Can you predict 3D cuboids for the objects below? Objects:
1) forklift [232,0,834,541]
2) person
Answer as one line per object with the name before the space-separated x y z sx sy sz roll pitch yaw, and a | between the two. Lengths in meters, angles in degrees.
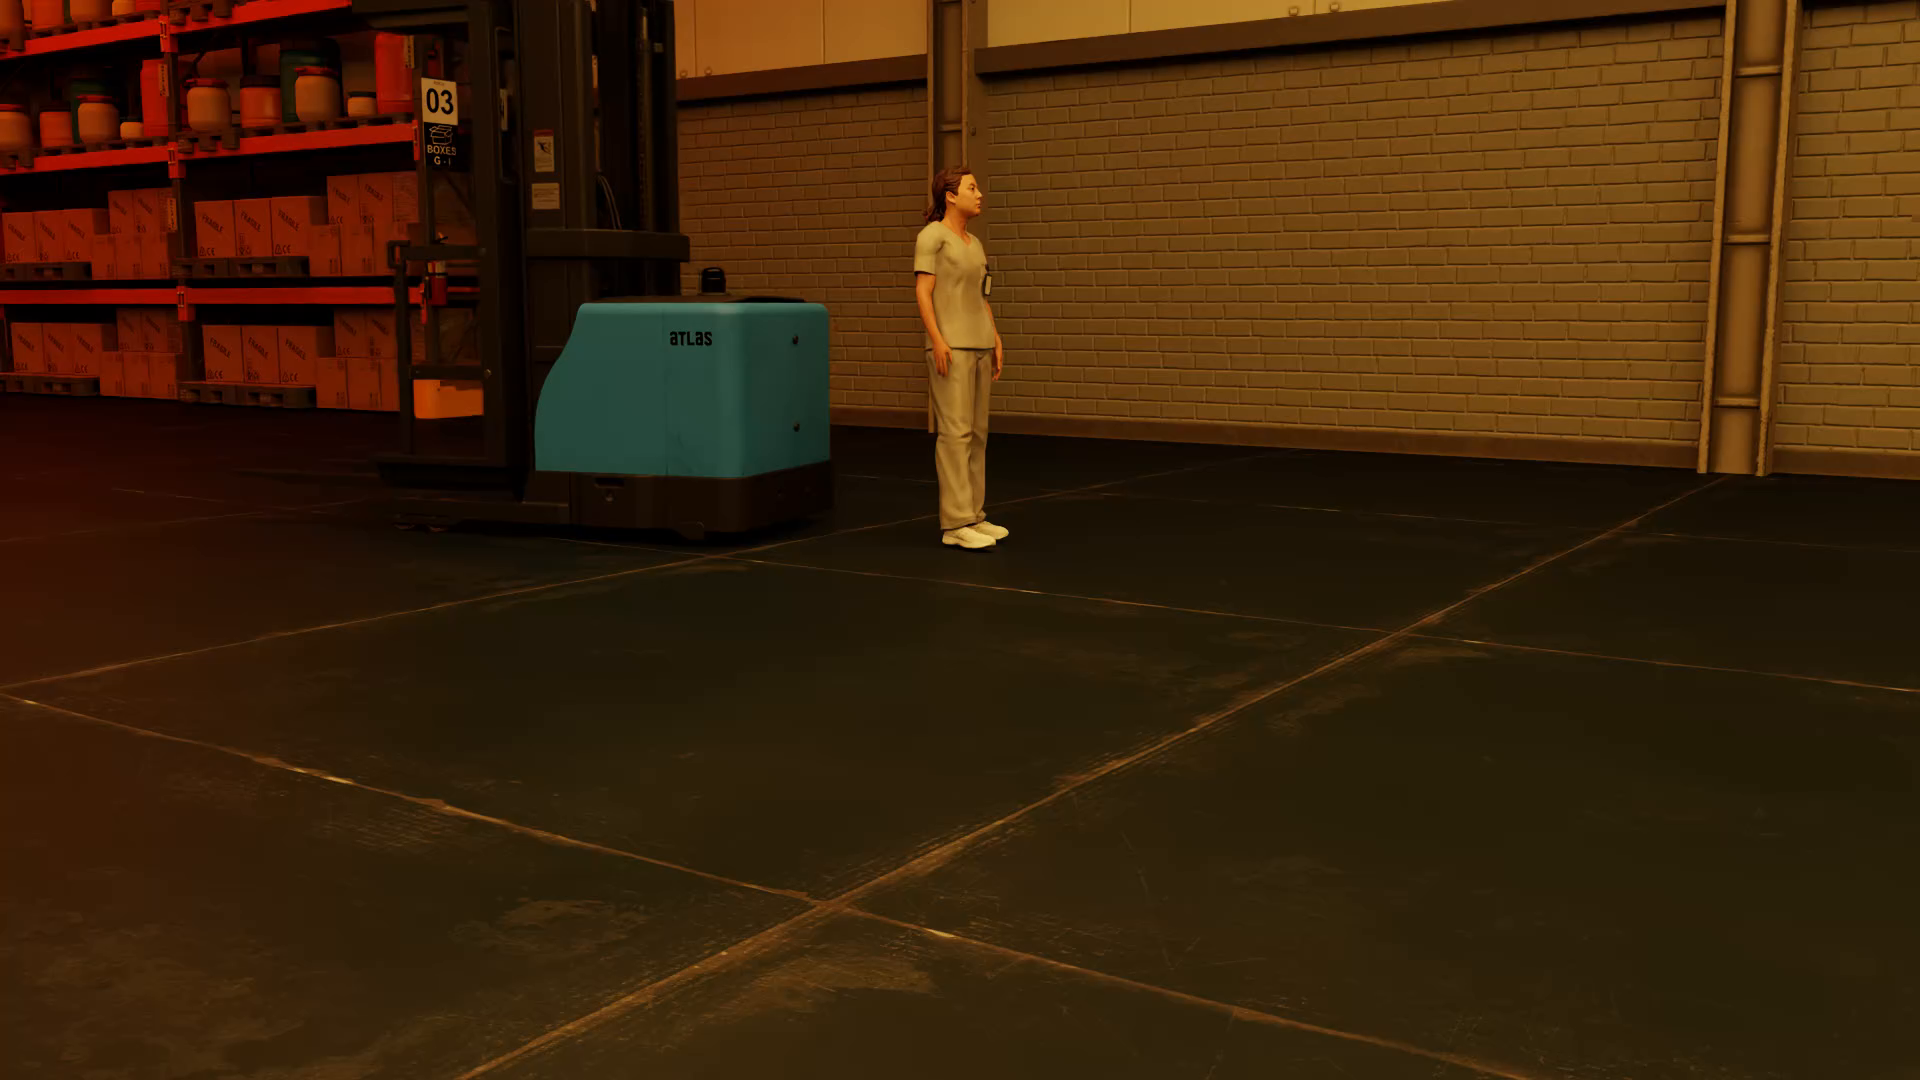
forklift | -2.193 -1.552 8.108 3.031 2.935 1.130 3 9 21
person | 0.053 -0.824 7.434 0.549 1.663 0.549 5 10 34
